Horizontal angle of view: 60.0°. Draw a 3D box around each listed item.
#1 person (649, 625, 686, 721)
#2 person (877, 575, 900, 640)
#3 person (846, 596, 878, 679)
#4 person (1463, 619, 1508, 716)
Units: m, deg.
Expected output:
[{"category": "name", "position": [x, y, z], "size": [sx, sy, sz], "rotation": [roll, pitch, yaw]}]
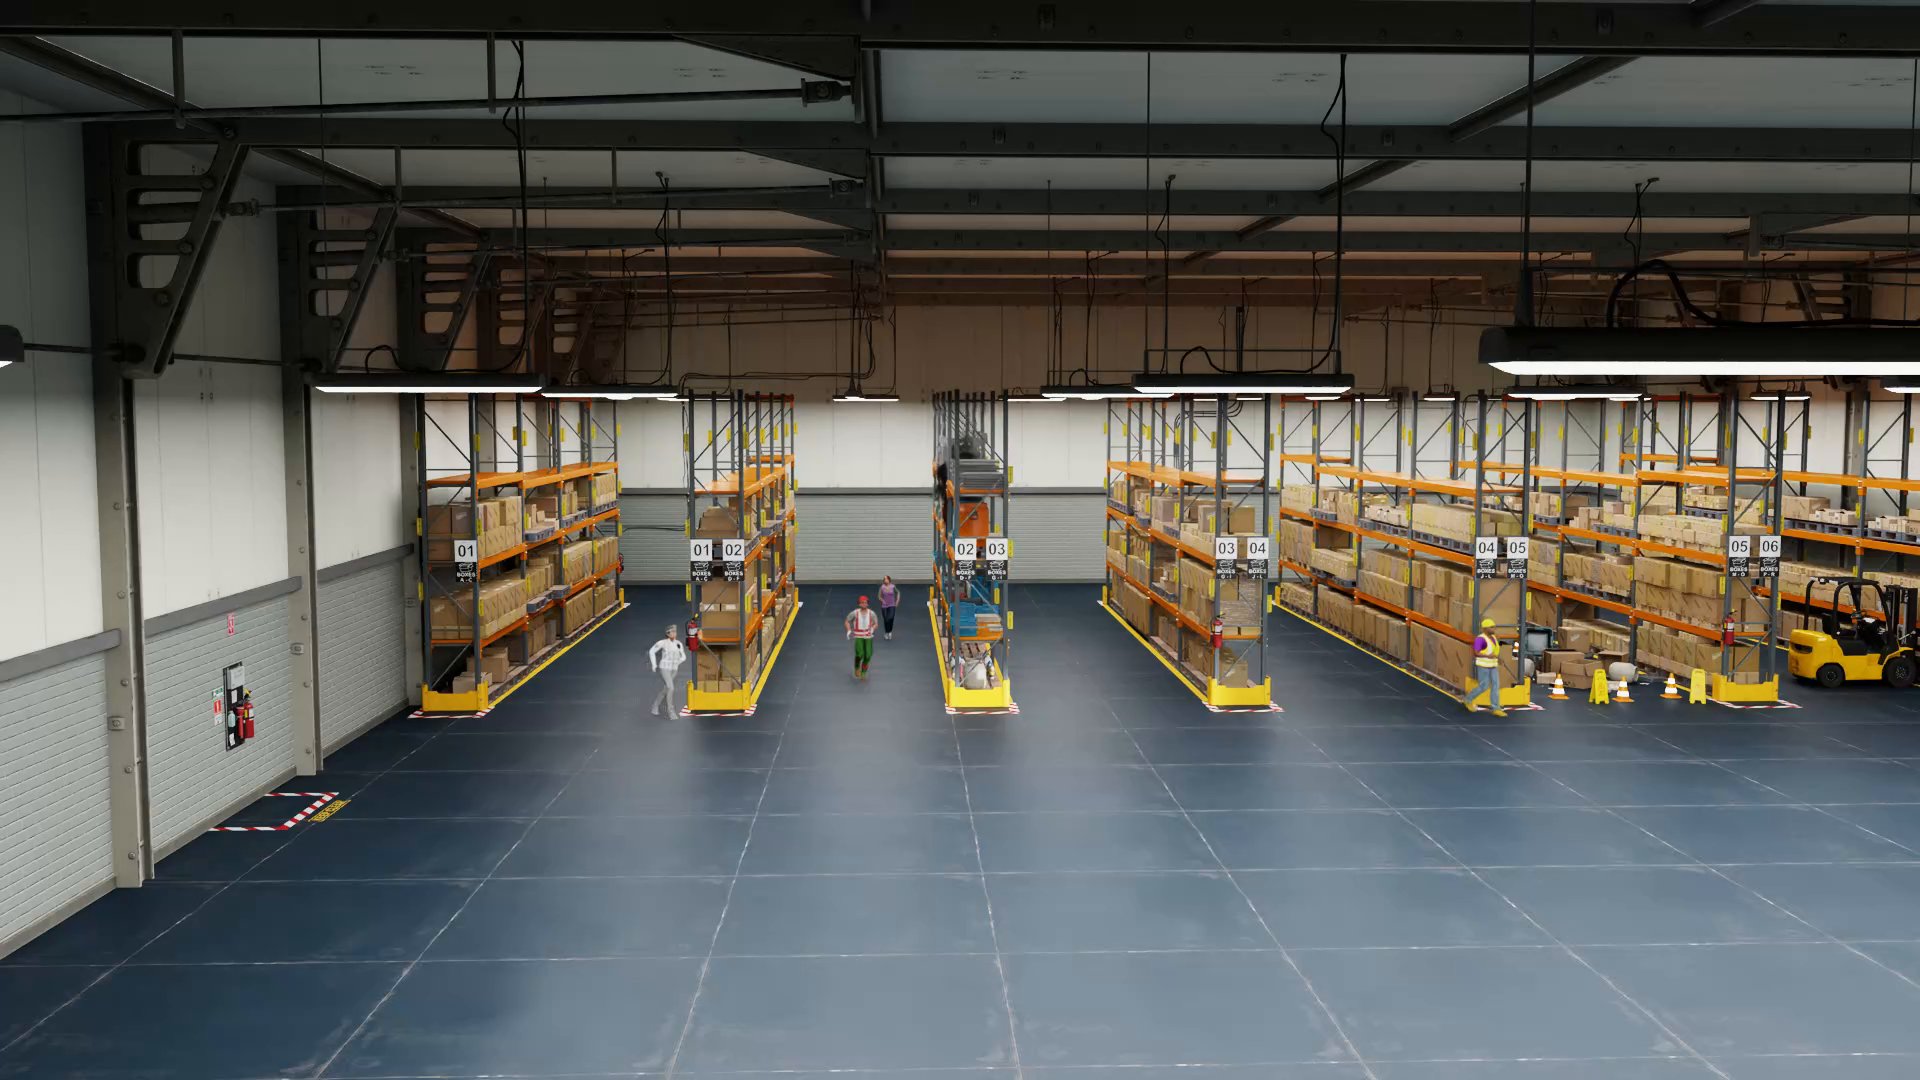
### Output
[{"category": "person", "position": [-5.275, 2.397, 30.404], "size": [0.610, 1.690, 0.822], "rotation": [-4, 6, -43]}, {"category": "person", "position": [-1.739, 1.635, 40.467], "size": [0.546, 1.564, 0.635], "rotation": [0, 5, 2]}, {"category": "person", "position": [-1.998, 2.034, 34.396], "size": [0.664, 1.739, 0.603], "rotation": [-1, 5, -15]}, {"category": "person", "position": [9.688, 2.331, 30.574], "size": [0.719, 1.759, 0.871], "rotation": [-4, 6, -37]}]
